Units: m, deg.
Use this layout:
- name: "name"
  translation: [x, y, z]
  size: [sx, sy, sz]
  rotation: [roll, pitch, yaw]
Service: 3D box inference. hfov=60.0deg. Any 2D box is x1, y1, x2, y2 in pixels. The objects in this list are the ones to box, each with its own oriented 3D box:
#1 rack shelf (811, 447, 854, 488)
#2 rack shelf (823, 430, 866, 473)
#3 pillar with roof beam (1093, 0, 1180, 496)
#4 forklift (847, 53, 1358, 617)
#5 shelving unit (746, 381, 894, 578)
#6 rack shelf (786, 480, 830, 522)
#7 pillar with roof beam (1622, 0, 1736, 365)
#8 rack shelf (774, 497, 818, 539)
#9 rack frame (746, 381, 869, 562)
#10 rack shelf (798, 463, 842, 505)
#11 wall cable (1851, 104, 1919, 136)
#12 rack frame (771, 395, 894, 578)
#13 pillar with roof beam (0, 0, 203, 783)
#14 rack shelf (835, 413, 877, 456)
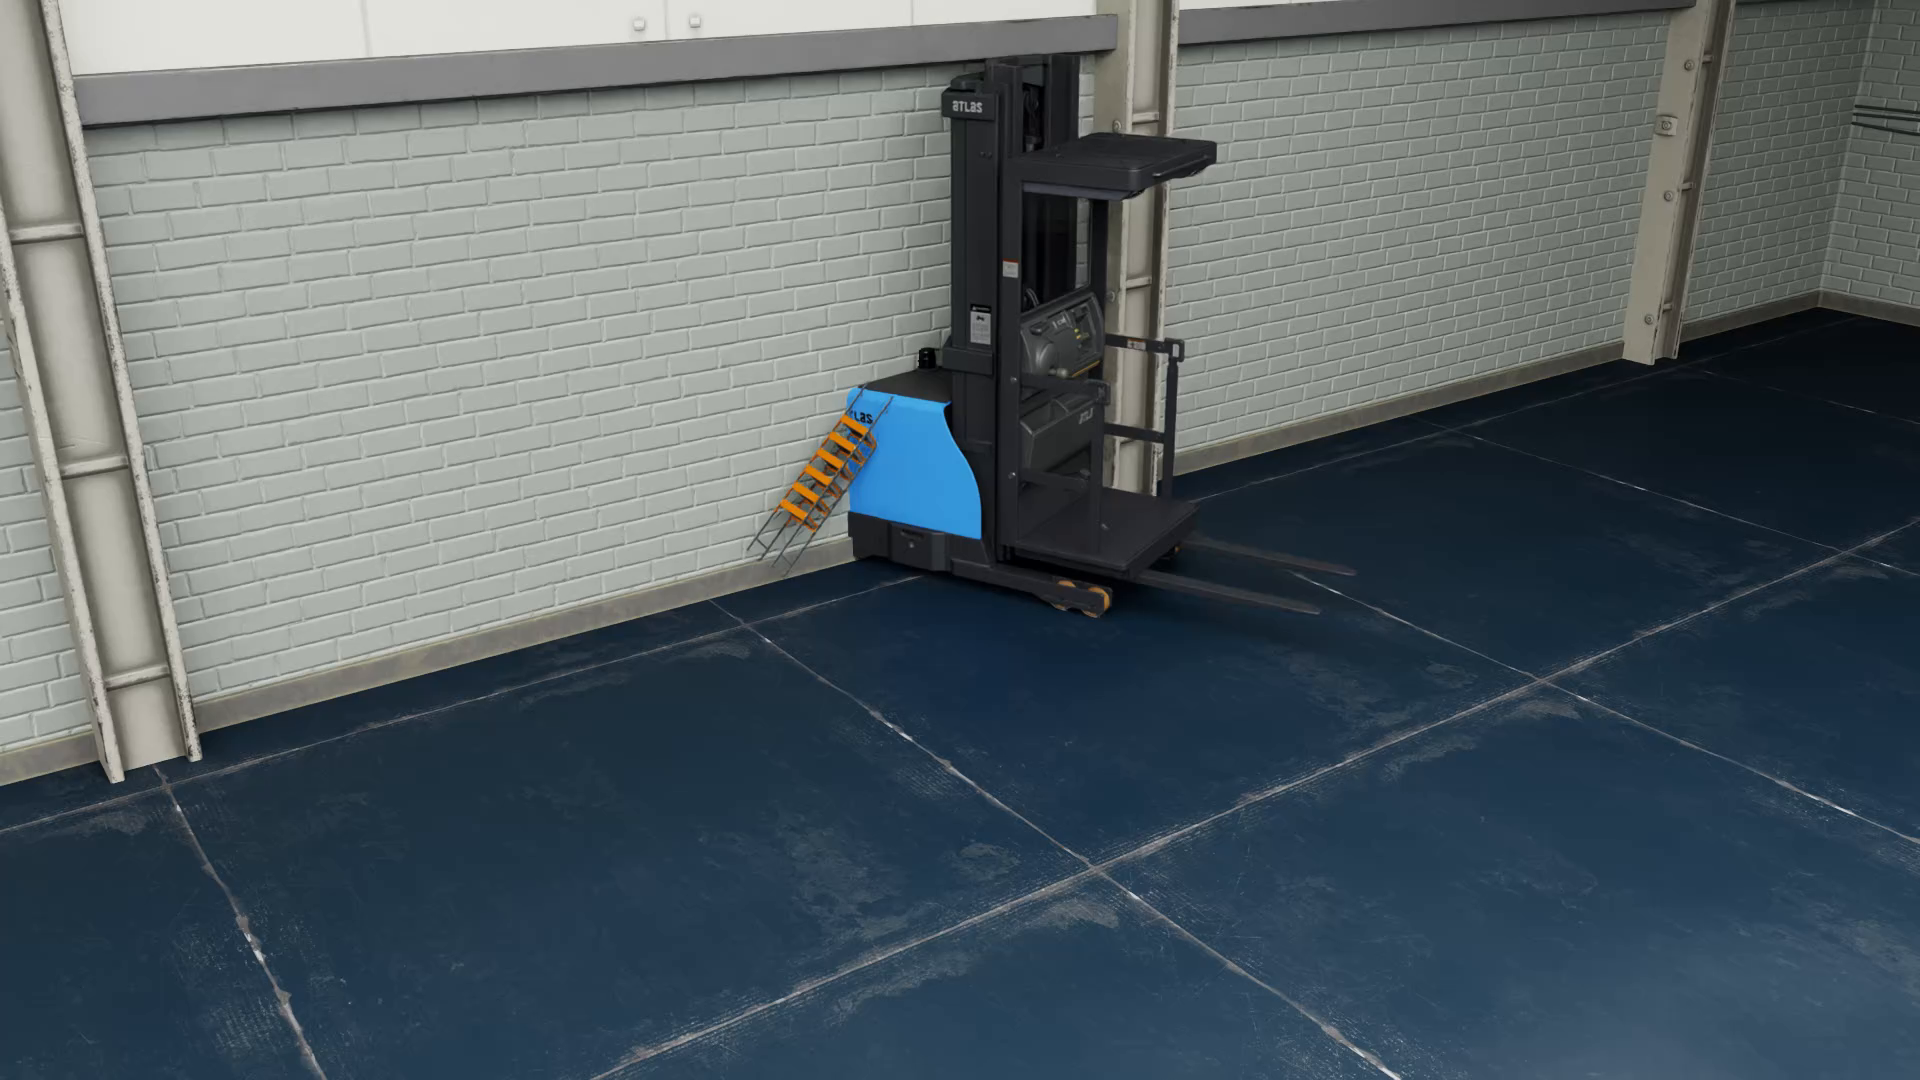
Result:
- name: "rack shelf"
  translation: [-0.732, -0.412, 9.617]
  size: [0.180, 0.103, 0.258]
  rotation: [32, -9, 20]
- name: "rack shelf"
  translation: [-0.664, -0.510, 9.634]
  size: [0.180, 0.103, 0.258]
  rotation: [32, -9, 20]
- name: "pillar with roof beam"
  translation: [3.576, -3.158, 6.168]
  size: [0.400, 9.000, 9.100]
  rotation: [-15, 26, -33]
- name: "forklift"
  translation: [0.764, -1.153, 9.332]
  size: [3.031, 2.935, 1.130]
  rotation: [12, 25, 28]
- name: "shelving unit"
  translation: [-0.775, -0.351, 9.606]
  size: [0.189, 1.200, 0.258]
  rotation: [32, -9, 20]
- name: "rack shelf"
  translation: [-0.868, -0.218, 9.582]
  size: [0.180, 0.103, 0.258]
  rotation: [32, -9, 20]
- name: "pillar with roof beam"
  translation: [8.446, -4.457, 9.423]
  size: [0.400, 9.000, 9.100]
  rotation: [-15, 26, -33]
- name: "rack shelf"
  translation: [-0.936, -0.120, 9.565]
  size: [0.180, 0.103, 0.258]
  rotation: [32, -9, 20]
- name: "rack frame"
  translation: [-0.848, -0.397, 9.637]
  size: [0.006, 1.200, 0.240]
  rotation: [32, -9, 20]
- name: "rack shelf"
  translation: [-0.800, -0.315, 9.600]
  size: [0.180, 0.103, 0.258]
  rotation: [32, -9, 20]
- name: "wall cable"
  translation: [9.096, -4.549, 13.845]
  size: [0.112, 2.526, 3.097]
  rotation: [-15, 26, -33]
- name: "rack frame"
  translation: [-0.702, -0.306, 9.575]
  size: [0.006, 1.200, 0.240]
  rotation: [32, -9, 20]
- name: "pillar with roof beam"
  translation: [-1.295, -1.859, 2.914]
  size: [0.400, 9.000, 9.100]
  rotation: [-15, 26, -33]
- name: "rack shelf"
  translation: [-0.596, -0.607, 9.652]
  size: [0.180, 0.103, 0.258]
  rotation: [32, -9, 20]
